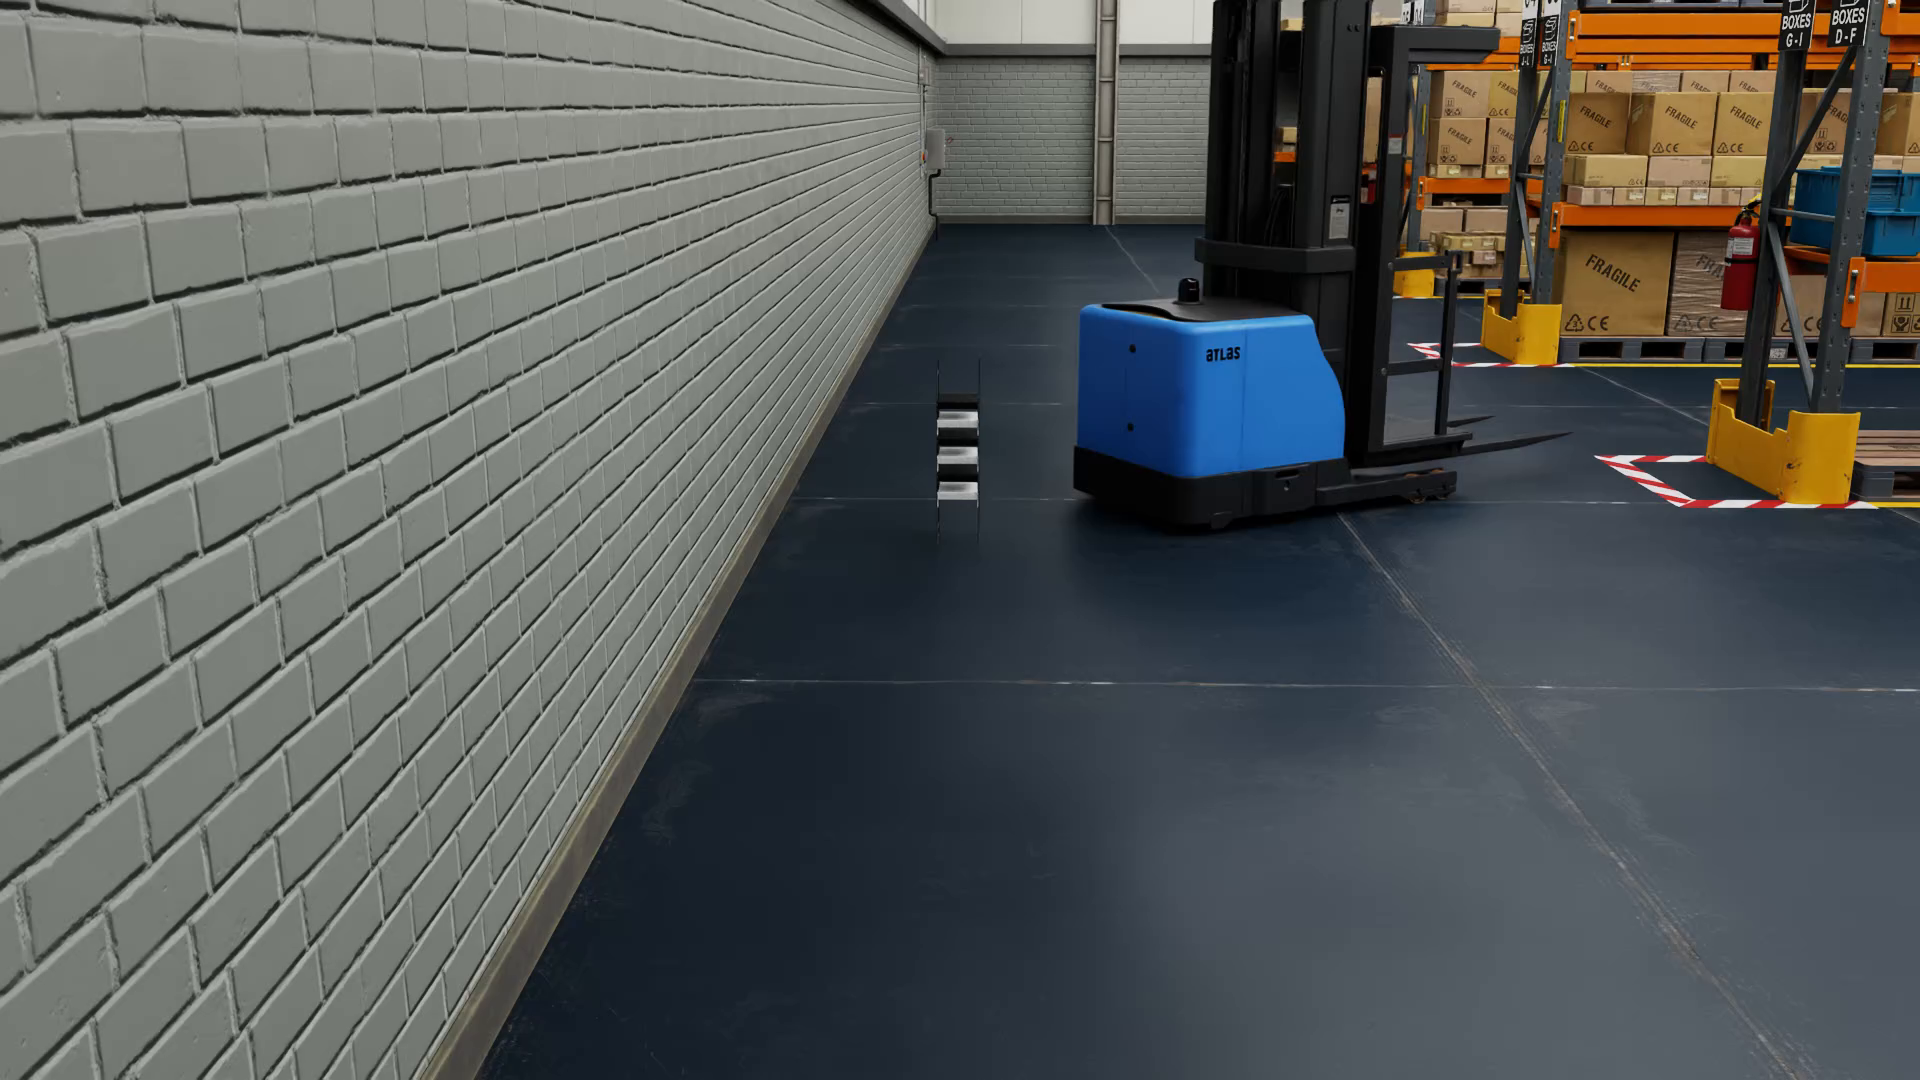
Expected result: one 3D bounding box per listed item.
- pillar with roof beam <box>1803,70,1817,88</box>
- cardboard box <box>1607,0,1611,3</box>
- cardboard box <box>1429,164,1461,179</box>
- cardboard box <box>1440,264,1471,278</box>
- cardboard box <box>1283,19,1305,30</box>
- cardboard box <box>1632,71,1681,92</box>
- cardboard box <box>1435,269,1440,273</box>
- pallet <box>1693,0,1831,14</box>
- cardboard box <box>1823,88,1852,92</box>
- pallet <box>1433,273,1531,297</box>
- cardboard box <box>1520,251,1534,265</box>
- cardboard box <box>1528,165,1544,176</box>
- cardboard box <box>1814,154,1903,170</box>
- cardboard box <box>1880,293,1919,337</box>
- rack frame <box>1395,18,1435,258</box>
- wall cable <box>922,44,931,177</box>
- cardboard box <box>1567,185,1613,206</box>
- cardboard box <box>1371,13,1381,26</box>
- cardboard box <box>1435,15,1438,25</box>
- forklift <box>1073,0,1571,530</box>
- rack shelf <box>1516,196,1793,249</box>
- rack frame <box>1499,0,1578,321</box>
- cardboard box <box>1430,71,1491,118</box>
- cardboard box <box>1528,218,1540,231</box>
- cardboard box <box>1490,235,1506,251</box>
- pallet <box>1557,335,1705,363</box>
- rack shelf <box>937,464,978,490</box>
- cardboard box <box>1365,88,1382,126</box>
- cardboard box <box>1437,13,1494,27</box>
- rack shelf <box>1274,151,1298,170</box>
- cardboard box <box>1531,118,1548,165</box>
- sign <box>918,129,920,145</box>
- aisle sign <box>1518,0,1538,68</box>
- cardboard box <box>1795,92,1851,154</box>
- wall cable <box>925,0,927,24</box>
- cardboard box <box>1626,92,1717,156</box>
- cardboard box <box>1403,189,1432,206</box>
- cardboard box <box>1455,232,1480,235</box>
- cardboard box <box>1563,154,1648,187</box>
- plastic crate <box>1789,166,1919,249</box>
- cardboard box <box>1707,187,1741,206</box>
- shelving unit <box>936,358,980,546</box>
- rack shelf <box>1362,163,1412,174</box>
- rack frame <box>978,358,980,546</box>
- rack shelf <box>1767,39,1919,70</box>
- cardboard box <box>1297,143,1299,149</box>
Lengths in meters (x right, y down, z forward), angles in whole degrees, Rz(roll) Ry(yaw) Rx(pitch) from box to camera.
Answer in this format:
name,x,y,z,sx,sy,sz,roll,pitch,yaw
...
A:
name,x,y,z,sx,sy,sz,roll,pitch,yaw
pillar with roof beam,14.453,-8.825,24.148,0.400,9.000,9.100,0,15,1
cardboard box,7.055,-5.862,18.111,0.500,0.250,0.500,0,15,-1
cardboard box,5.406,-4.116,18.555,0.250,0.149,0.380,0,15,1
cardboard box,5.606,-3.063,18.835,0.250,0.149,0.380,1,15,3
cardboard box,5.676,-8.549,27.714,0.500,0.250,0.500,0,15,1
cardboard box,7.584,-4.916,18.355,0.500,0.500,0.500,1,15,3
cardboard box,5.622,-3.198,19.346,0.250,0.149,0.380,1,15,2
pallet,6.827,-4.457,13.649,1.213,0.211,1.003,0,15,1
cardboard box,12.077,-6.004,23.062,0.500,0.500,0.500,1,15,2
pallet,5.978,-2.960,19.147,1.213,0.211,1.003,0,15,1
cardboard box,6.381,-3.199,18.766,0.250,0.149,0.380,1,15,3
cardboard box,6.462,-4.135,18.626,0.250,0.149,0.380,0,15,1
cardboard box,7.386,-3.047,13.718,0.500,0.250,0.500,1,15,3
cardboard box,8.204,-2.234,14.268,0.875,0.875,0.875,0,15,1
rack frame,5.090,-4.324,18.848,0.127,3.000,1.000,0,15,1
wall cable,-0.497,-6.470,24.993,0.122,1.984,0.588,0,15,1
cardboard box,5.209,-2.851,13.760,0.250,0.149,0.380,1,15,2
cardboard box,5.568,-7.236,23.281,0.500,0.250,0.500,-1,15,-4
cardboard box,5.552,-5.766,18.729,0.500,0.250,0.500,0,15,0
forklift,2.158,-1.723,9.124,3.031,2.935,1.130,-8,17,-29
rack shelf,6.862,-2.698,14.098,4.000,0.370,1.077,0,15,1
rack frame,4.863,-3.059,14.056,0.127,3.000,1.000,0,15,1
cardboard box,5.532,-4.929,18.402,0.500,0.500,0.500,0,15,1
cardboard box,8.490,-4.556,23.928,0.875,0.438,0.875,0,15,1
cardboard box,6.133,-3.340,18.720,0.250,0.149,0.380,0,15,1
pallet,5.664,-1.726,14.467,1.213,0.211,1.003,0,15,1
rack shelf,-0.008,-0.316,8.257,0.200,0.077,0.258,0,15,1
cardboard box,5.588,-6.043,23.207,0.500,0.500,0.500,0,15,0
cardboard box,5.533,-5.633,18.226,0.500,0.250,0.500,1,15,3
rack shelf,7.238,-6.492,28.475,4.000,0.370,1.077,0,15,1
cardboard box,6.557,-4.439,18.506,0.500,0.500,0.500,1,15,2
sign,-0.584,-5.736,23.672,0.001,0.218,0.327,0,15,1
aisle sign,4.798,-4.393,14.016,0.004,0.787,0.394,0,15,1
cardboard box,7.377,-3.543,14.129,0.500,0.500,0.500,0,15,0
wall cable,-0.447,-9.373,26.151,0.133,3.039,2.988,0,15,1
cardboard box,5.835,-3.418,13.656,0.500,0.500,0.500,0,15,0
cardboard box,7.739,-5.796,28.507,0.500,0.500,0.700,0,15,-1
cardboard box,5.876,-3.481,19.252,0.250,0.149,0.380,1,15,3
cardboard box,5.336,-3.059,13.764,0.500,0.250,0.500,0,15,0
plastic crate,5.076,-1.888,9.428,0.499,0.435,0.616,0,15,1
cardboard box,6.236,-2.845,13.737,0.250,0.149,0.380,0,15,0
shelving unit,-0.008,-0.435,8.225,0.210,0.900,0.258,0,15,1
rack shelf,7.115,-5.226,23.677,4.000,0.370,1.077,0,15,1
rack frame,0.094,-0.435,8.223,0.006,0.900,0.240,0,15,1
rack shelf,11.088,-5.387,18.408,4.000,0.370,1.077,0,15,1
cardboard box,5.816,-6.669,28.230,0.250,0.149,0.380,1,15,3
